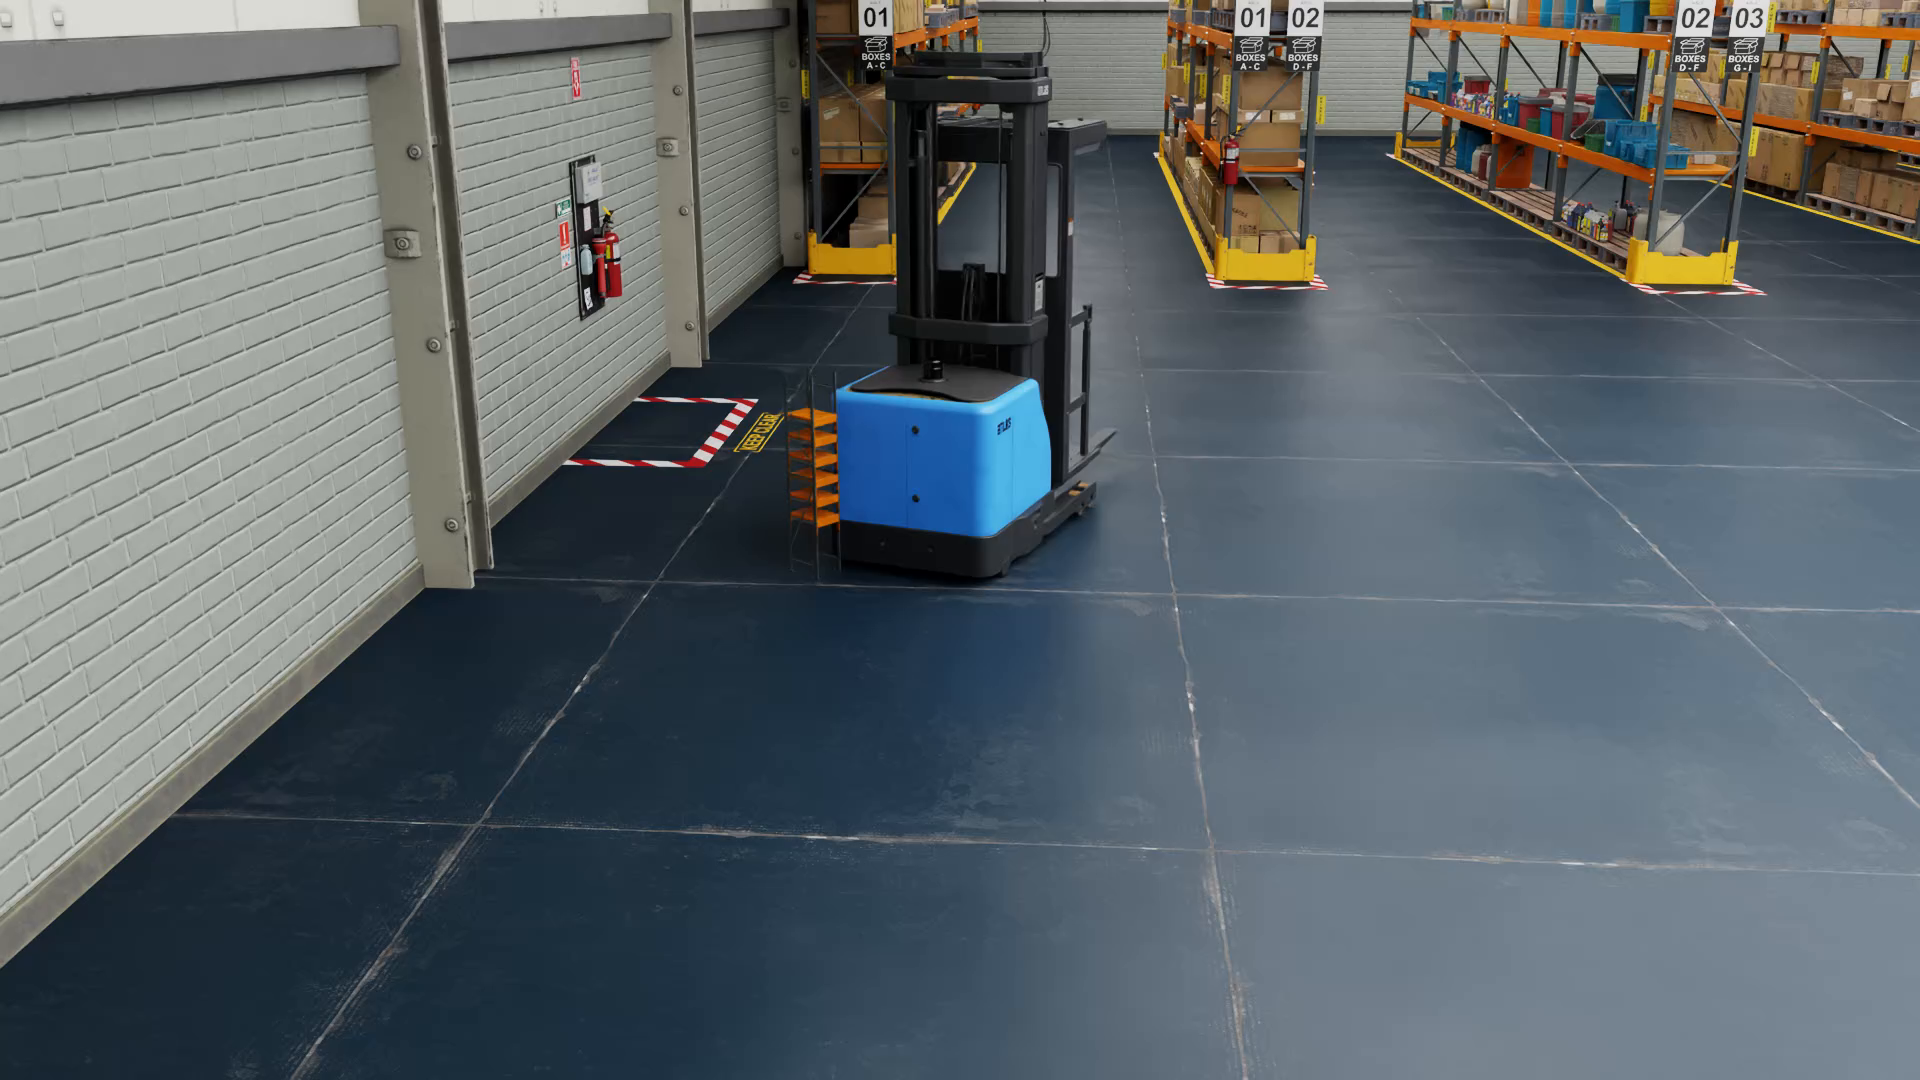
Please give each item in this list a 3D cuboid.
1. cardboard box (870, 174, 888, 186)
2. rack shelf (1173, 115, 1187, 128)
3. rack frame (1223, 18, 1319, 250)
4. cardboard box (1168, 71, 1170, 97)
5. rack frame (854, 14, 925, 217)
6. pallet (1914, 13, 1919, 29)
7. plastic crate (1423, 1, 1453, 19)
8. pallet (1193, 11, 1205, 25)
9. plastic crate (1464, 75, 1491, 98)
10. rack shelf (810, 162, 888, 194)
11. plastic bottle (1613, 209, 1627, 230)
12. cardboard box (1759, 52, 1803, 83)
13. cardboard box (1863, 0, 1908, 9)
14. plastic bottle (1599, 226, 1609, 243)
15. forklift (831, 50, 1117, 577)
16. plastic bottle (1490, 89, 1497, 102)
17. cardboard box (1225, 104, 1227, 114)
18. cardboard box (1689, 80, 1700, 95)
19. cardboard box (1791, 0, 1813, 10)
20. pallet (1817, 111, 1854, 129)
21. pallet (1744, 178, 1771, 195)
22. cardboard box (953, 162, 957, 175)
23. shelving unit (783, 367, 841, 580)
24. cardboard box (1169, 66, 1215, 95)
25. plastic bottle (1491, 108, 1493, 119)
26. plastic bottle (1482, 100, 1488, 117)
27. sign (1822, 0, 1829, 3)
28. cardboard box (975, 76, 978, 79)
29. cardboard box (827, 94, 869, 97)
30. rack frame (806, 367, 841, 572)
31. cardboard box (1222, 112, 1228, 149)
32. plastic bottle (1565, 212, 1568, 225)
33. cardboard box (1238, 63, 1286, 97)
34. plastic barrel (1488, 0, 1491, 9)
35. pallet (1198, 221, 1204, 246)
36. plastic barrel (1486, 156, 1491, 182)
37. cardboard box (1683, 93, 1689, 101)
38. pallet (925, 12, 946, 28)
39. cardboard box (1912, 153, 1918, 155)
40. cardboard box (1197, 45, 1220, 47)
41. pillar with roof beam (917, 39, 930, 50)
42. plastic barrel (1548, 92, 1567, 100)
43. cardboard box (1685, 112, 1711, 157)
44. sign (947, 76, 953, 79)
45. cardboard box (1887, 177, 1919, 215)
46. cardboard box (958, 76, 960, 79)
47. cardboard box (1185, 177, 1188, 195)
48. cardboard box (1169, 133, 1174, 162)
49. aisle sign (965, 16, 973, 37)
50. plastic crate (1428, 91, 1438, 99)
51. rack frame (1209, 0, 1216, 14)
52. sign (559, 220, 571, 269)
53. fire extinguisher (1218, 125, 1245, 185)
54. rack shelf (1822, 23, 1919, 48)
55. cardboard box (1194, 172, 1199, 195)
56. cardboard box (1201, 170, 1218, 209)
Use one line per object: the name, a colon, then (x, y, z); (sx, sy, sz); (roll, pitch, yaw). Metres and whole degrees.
cardboard box: (-0.956, -5.194, 24.763); (0.700, 0.500, 0.500); (2, 18, 6)
rack shelf: (4.379, -7.356, 29.209); (1.077, 0.370, 4.000); (1, 18, 4)
rack frame: (3.662, -4.592, 19.619); (1.000, 3.000, 0.127); (1, 18, 4)
cardboard box: (4.444, -9.160, 33.401); (0.500, 0.500, 0.500); (1, 18, 4)
rack frame: (-0.992, -5.943, 23.744); (1.000, 3.000, 0.127); (1, 18, 4)
pallet: (13.980, -7.137, 22.872); (1.213, 0.211, 1.003); (1, 18, 4)
plastic crate: (9.366, -10.377, 32.556); (0.504, 0.338, 0.767); (1, 18, 4)
pallet: (4.276, -8.199, 26.114); (1.213, 0.211, 1.003); (2, 18, 6)
plastic crate: (9.777, -8.537, 31.462); (0.402, 0.464, 0.583); (1, 18, 4)
rack shelf: (-1.136, -4.980, 21.960); (1.077, 0.370, 4.000); (1, 18, 4)
plastic bottle: (8.967, -4.366, 22.599); (0.152, 0.276, 0.135); (1, 18, 4)
cardboard box: (14.305, -8.209, 28.887); (0.797, 0.503, 0.637); (1, 18, 5)
cardboard box: (13.757, -8.110, 24.577); (0.500, 0.500, 0.500); (1, 18, 2)
plastic bottle: (8.297, -3.939, 21.415); (0.097, 0.201, 0.097); (0, 18, 0)
forklift: (0.263, -1.598, 10.592); (1.130, 2.935, 3.031); (7, 19, 21)
plastic bottle: (9.579, -7.894, 29.776); (0.144, 0.351, 0.185); (1, 18, 4)
cardboard box: (3.609, -5.552, 21.348); (0.380, 0.149, 0.250); (1, 18, 3)
cardboard box: (14.244, -8.629, 31.702); (0.500, 0.250, 0.500); (2, 18, 5)
cardboard box: (14.062, -8.988, 27.382); (0.500, 0.500, 0.500); (2, 18, 7)
pallet: (14.171, -6.539, 25.870); (1.213, 0.211, 1.003); (1, 18, 4)
pallet: (14.338, -6.150, 28.853); (1.003, 0.211, 1.213); (1, 18, 4)
cardboard box: (-0.453, -6.861, 29.323); (0.750, 0.750, 0.750); (1, 18, 4)
shelving unit: (-0.858, -0.384, 9.668); (0.258, 1.200, 0.189); (16, 24, 39)
cardboard box: (4.265, -8.423, 30.478); (0.700, 0.500, 0.500); (-5, 19, -15)
plastic bottle: (8.806, -7.041, 27.412); (0.097, 0.201, 0.097); (0, 18, 0)
plastic bottle: (8.850, -7.267, 27.989); (0.097, 0.271, 0.097); (0, 18, 0)
sign: (13.563, -8.578, 26.009); (0.100, 0.325, 0.005); (1, 18, 4)
cardboard box: (-0.159, -9.654, 34.587); (0.980, 0.700, 0.700); (2, 18, 6)
cardboard box: (-1.411, -5.303, 20.794); (0.500, 0.500, 0.500); (2, 18, 5)
rack frame: (-0.797, -0.406, 9.732); (0.240, 1.200, 0.006); (16, 24, 39)
cardboard box: (3.852, -5.424, 21.998); (0.700, 0.500, 0.500); (2, 18, 5)
plastic bottle: (8.415, -4.449, 22.971); (0.097, 0.201, 0.097); (0, 18, 0)
cardboard box: (3.744, -5.580, 20.392); (0.700, 0.500, 0.500); (1, 18, 2)
plastic barrel: (9.600, -9.633, 29.211); (0.600, 0.588, 0.600); (0, 18, 0)
pallet: (3.850, -4.263, 23.093); (1.003, 0.211, 1.213); (1, 18, 4)
plastic barrel: (9.145, -6.312, 28.189); (0.421, 0.512, 0.421); (0, 18, 0)
cardboard box: (14.209, -8.557, 32.124); (0.380, 0.149, 0.250); (2, 18, 5)
pallet: (-0.842, -7.469, 23.884); (1.213, 0.211, 1.003); (1, 18, 4)
cardboard box: (19.336, -7.803, 33.322); (0.380, 0.149, 0.250); (1, 18, 4)
cardboard box: (4.984, -9.621, 33.202); (0.500, 0.500, 0.500); (2, 18, 5)
pillar with roof beam: (3.493, -13.283, 36.509); (9.100, 9.000, 0.400); (1, 18, 4)
plastic barrel: (9.315, -6.693, 25.853); (0.421, 0.512, 0.421); (0, 18, 0)
cardboard box: (14.595, -7.769, 32.053); (0.875, 0.875, 0.875); (1, 18, 4)
sign: (-0.164, -7.689, 27.339); (0.100, 0.325, 0.005); (1, 18, 4)
cardboard box: (13.948, -4.971, 24.084); (0.700, 0.500, 0.500); (1, 18, 4)
cardboard box: (-0.272, -8.163, 29.847); (0.500, 0.500, 0.500); (1, 18, 4)
cardboard box: (3.870, -5.657, 26.611); (0.500, 0.250, 0.500); (1, 18, 2)
cardboard box: (4.280, -7.523, 31.873); (0.500, 0.500, 0.500); (1, 18, 4)
aisle sign: (0.172, -10.921, 34.761); (0.394, 0.787, 0.004); (1, 18, 4)
plastic crate: (9.288, -8.658, 32.354); (0.293, 0.136, 0.466); (1, 18, 4)
rack frame: (3.949, -8.685, 22.476); (1.000, 3.000, 0.127); (1, 18, 4)
sign: (-2.879, -2.155, 12.126); (0.001, 0.329, 0.234); (1, 18, 4)
fire extinguisher: (3.190, -4.529, 19.550); (0.296, 0.674, 0.183); (1, 18, 4)
rack shelf: (13.973, -7.316, 24.272); (1.077, 0.370, 4.000); (1, 18, 4)
cardboard box: (3.723, -5.287, 24.582); (0.500, 0.311, 0.500); (2, 18, 5)
cardboard box: (3.575, -4.791, 22.763); (0.500, 0.500, 0.500); (1, 18, 4)
